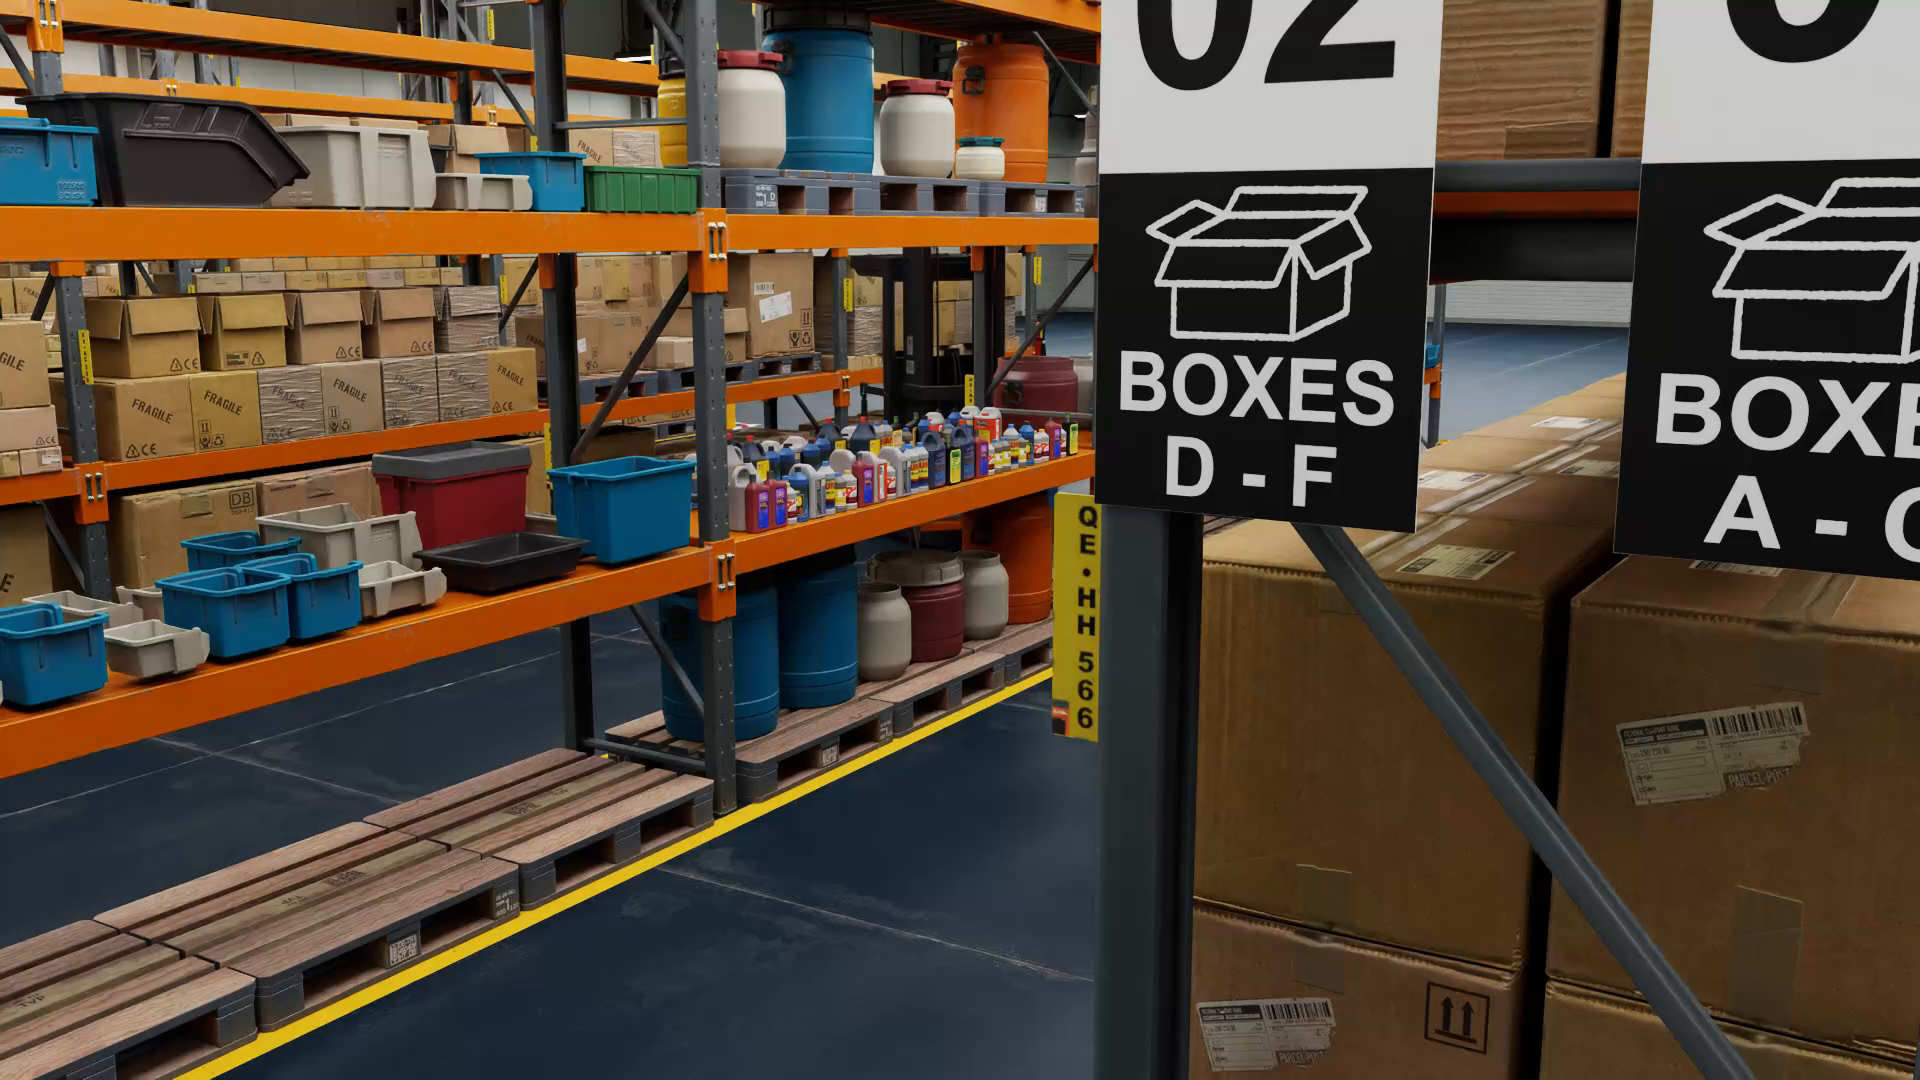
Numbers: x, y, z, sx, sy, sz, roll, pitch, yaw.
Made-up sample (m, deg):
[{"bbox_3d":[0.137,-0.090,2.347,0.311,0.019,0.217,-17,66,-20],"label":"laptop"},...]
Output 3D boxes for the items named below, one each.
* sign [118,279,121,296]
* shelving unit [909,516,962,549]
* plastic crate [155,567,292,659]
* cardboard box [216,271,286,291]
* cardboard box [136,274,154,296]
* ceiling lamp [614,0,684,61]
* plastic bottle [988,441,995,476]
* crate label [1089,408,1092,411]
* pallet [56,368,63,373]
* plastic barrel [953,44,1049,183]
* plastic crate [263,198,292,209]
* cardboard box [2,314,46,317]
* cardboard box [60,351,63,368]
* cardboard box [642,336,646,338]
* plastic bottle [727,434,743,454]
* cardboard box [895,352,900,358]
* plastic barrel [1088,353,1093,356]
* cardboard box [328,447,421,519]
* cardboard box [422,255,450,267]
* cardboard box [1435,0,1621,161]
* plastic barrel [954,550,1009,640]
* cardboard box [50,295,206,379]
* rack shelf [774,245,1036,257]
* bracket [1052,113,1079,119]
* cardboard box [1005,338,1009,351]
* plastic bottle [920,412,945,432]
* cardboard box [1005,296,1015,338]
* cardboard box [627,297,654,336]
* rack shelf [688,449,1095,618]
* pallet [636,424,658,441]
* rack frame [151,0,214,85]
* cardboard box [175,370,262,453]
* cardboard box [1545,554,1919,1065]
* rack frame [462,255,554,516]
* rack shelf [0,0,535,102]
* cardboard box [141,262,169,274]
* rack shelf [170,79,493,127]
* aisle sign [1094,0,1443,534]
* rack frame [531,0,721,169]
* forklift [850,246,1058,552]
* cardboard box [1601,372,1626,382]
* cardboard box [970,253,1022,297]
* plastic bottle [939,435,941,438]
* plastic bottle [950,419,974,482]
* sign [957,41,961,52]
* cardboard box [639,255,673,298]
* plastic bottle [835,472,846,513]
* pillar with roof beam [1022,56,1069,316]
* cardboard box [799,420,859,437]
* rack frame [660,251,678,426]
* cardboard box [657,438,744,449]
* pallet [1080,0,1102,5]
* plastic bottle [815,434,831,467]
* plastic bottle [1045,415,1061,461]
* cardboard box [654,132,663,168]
[{"bbox_3d":[-8.344,-2.433,16.567,0.100,0.325,0.005,6,12,31],"label":"sign"},{"bbox_3d":[-0.139,-0.363,13.546,0.503,1.200,0.258,-3,11,-18],"label":"shelving unit"},{"bbox_3d":[-2.508,0.248,5.684,0.416,0.233,0.300,6,12,31],"label":"plastic crate"},{"bbox_3d":[-7.365,-2.501,17.089,0.700,0.500,0.500,6,12,30],"label":"cardboard box"},{"bbox_3d":[-10.374,-3.127,21.196,0.500,0.500,0.500,6,12,31],"label":"cardboard box"},{"bbox_3d":[-5.433,-10.517,30.727,2.000,3.185,0.800,6,12,31],"label":"ceiling lamp"},{"bbox_3d":[0.157,-0.487,9.856,0.097,0.201,0.097,0,11,0],"label":"plastic bottle"},{"bbox_3d":[1.091,-0.797,11.427,0.303,0.233,0.416,6,12,31],"label":"crate label"},{"bbox_3d":[-8.147,-1.595,15.757,1.213,0.211,1.003,6,12,31],"label":"pallet"},{"bbox_3d":[0.255,-2.651,10.419,0.600,0.830,0.708,6,12,31],"label":"plastic barrel"},{"bbox_3d":[-2.741,-1.284,6.139,0.437,0.136,0.530,6,12,31],"label":"plastic crate"},{"bbox_3d":[-8.680,-2.010,15.380,0.380,0.149,0.250,6,12,28],"label":"cardboard box"},{"bbox_3d":[-8.127,-1.655,15.097,0.380,0.149,0.250,6,12,30],"label":"cardboard box"},{"bbox_3d":[-3.046,-1.750,15.289,0.396,0.266,0.258,6,12,29],"label":"cardboard box"},{"bbox_3d":[-1.231,-0.400,8.988,0.144,0.351,0.185,6,12,31],"label":"plastic bottle"},{"bbox_3d":[-0.867,-1.953,17.829,0.380,0.149,0.250,6,12,31],"label":"cardboard box"},{"bbox_3d":[1.122,-1.152,12.566,0.421,0.512,0.421,0,11,0],"label":"plastic barrel"},{"bbox_3d":[-4.527,-0.238,12.619,1.225,0.875,0.875,6,12,31],"label":"cardboard box"},{"bbox_3d":[-8.076,-4.112,24.885,0.700,0.500,0.500,6,12,29],"label":"cardboard box"},{"bbox_3d":[0.671,-0.623,2.301,0.500,0.250,0.500,6,12,31],"label":"cardboard box"},{"bbox_3d":[0.096,0.344,10.500,0.421,0.512,0.421,0,11,0],"label":"plastic barrel"},{"bbox_3d":[-5.433,-1.336,10.856,0.797,0.503,0.637,6,12,29],"label":"cardboard box"},{"bbox_3d":[-0.566,-3.386,18.607,1.077,0.370,4.000,6,12,31],"label":"rack shelf"},{"bbox_3d":[3.644,-13.724,53.940,0.076,0.066,3.189,6,12,31],"label":"bracket"},{"bbox_3d":[0.370,-2.352,19.966,0.380,0.149,0.250,6,12,31],"label":"cardboard box"},{"bbox_3d":[-0.189,-0.678,10.673,0.152,0.276,0.135,6,12,31],"label":"plastic bottle"},{"bbox_3d":[0.163,-2.691,20.013,0.875,0.500,0.500,6,12,31],"label":"cardboard box"},{"bbox_3d":[-4.533,-2.916,21.885,0.875,0.550,0.550,6,12,31],"label":"cardboard box"},{"bbox_3d":[-0.486,-0.180,9.635,1.077,0.370,4.000,6,12,31],"label":"rack shelf"},{"bbox_3d":[-4.697,-1.375,21.637,1.003,0.211,1.213,6,12,31],"label":"pallet"},{"bbox_3d":[-10.074,-5.846,21.642,1.000,3.000,0.127,6,12,31],"label":"rack frame"},{"bbox_3d":[-5.045,-0.869,11.089,0.500,0.500,0.500,6,12,31],"label":"cardboard box"},{"bbox_3d":[1.086,0.298,2.135,0.500,0.500,0.500,7,13,32],"label":"cardboard box"},{"bbox_3d":[-3.681,-1.322,13.777,1.000,3.000,0.127,6,12,31],"label":"rack frame"},{"bbox_3d":[-4.720,-3.406,11.647,1.077,0.370,4.000,6,12,31],"label":"rack shelf"},{"bbox_3d":[-10.621,-3.578,21.844,0.380,0.149,0.250,6,12,30],"label":"cardboard box"},{"bbox_3d":[-6.829,-4.524,17.624,1.077,0.370,4.000,6,12,31],"label":"rack shelf"},{"bbox_3d":[0.333,-0.413,1.857,0.394,0.787,0.004,6,12,31],"label":"aisle sign"},{"bbox_3d":[-1.525,-3.168,7.337,1.000,3.000,0.127,6,12,31],"label":"rack frame"},{"bbox_3d":[-0.312,-1.540,15.130,1.130,2.935,3.031,-6,12,-29],"label":"forklift"},{"bbox_3d":[2.222,-0.239,5.004,0.500,0.500,0.500,7,13,32],"label":"cardboard box"},{"bbox_3d":[0.398,-3.156,19.780,0.500,0.500,0.500,6,12,31],"label":"cardboard box"},{"bbox_3d":[-0.104,-0.463,9.506,0.061,0.283,0.133,6,12,31],"label":"plastic bottle"},{"bbox_3d":[-0.005,-0.519,9.623,0.144,0.351,0.185,6,12,31],"label":"plastic bottle"},{"bbox_3d":[0.009,-6.078,20.129,0.100,0.325,0.005,6,12,31],"label":"sign"},{"bbox_3d":[-4.147,-3.524,22.199,0.875,0.550,0.550,6,12,31],"label":"cardboard box"},{"bbox_3d":[-0.635,-0.247,8.574,0.097,0.201,0.097,0,11,0],"label":"plastic bottle"},{"bbox_3d":[5.881,-11.232,50.412,9.100,9.000,0.548,6,12,31],"label":"pillar with roof beam"},{"bbox_3d":[-1.363,-0.988,17.644,0.500,0.500,0.500,6,12,29],"label":"cardboard box"},{"bbox_3d":[-3.714,-3.070,23.113,1.000,3.000,0.127,6,12,31],"label":"rack frame"},{"bbox_3d":[-2.495,-0.683,15.960,0.700,0.500,0.500,5,12,26],"label":"cardboard box"},{"bbox_3d":[0.151,-3.397,10.161,1.213,0.211,1.003,6,12,31],"label":"pallet"},{"bbox_3d":[-0.797,-0.479,9.627,0.097,0.271,0.097,0,11,0],"label":"plastic bottle"},{"bbox_3d":[0.587,-0.650,10.508,0.061,0.283,0.133,6,12,31],"label":"plastic bottle"},{"bbox_3d":[-2.696,-3.299,14.559,0.500,0.500,0.500,6,12,29],"label":"cardboard box"}]
